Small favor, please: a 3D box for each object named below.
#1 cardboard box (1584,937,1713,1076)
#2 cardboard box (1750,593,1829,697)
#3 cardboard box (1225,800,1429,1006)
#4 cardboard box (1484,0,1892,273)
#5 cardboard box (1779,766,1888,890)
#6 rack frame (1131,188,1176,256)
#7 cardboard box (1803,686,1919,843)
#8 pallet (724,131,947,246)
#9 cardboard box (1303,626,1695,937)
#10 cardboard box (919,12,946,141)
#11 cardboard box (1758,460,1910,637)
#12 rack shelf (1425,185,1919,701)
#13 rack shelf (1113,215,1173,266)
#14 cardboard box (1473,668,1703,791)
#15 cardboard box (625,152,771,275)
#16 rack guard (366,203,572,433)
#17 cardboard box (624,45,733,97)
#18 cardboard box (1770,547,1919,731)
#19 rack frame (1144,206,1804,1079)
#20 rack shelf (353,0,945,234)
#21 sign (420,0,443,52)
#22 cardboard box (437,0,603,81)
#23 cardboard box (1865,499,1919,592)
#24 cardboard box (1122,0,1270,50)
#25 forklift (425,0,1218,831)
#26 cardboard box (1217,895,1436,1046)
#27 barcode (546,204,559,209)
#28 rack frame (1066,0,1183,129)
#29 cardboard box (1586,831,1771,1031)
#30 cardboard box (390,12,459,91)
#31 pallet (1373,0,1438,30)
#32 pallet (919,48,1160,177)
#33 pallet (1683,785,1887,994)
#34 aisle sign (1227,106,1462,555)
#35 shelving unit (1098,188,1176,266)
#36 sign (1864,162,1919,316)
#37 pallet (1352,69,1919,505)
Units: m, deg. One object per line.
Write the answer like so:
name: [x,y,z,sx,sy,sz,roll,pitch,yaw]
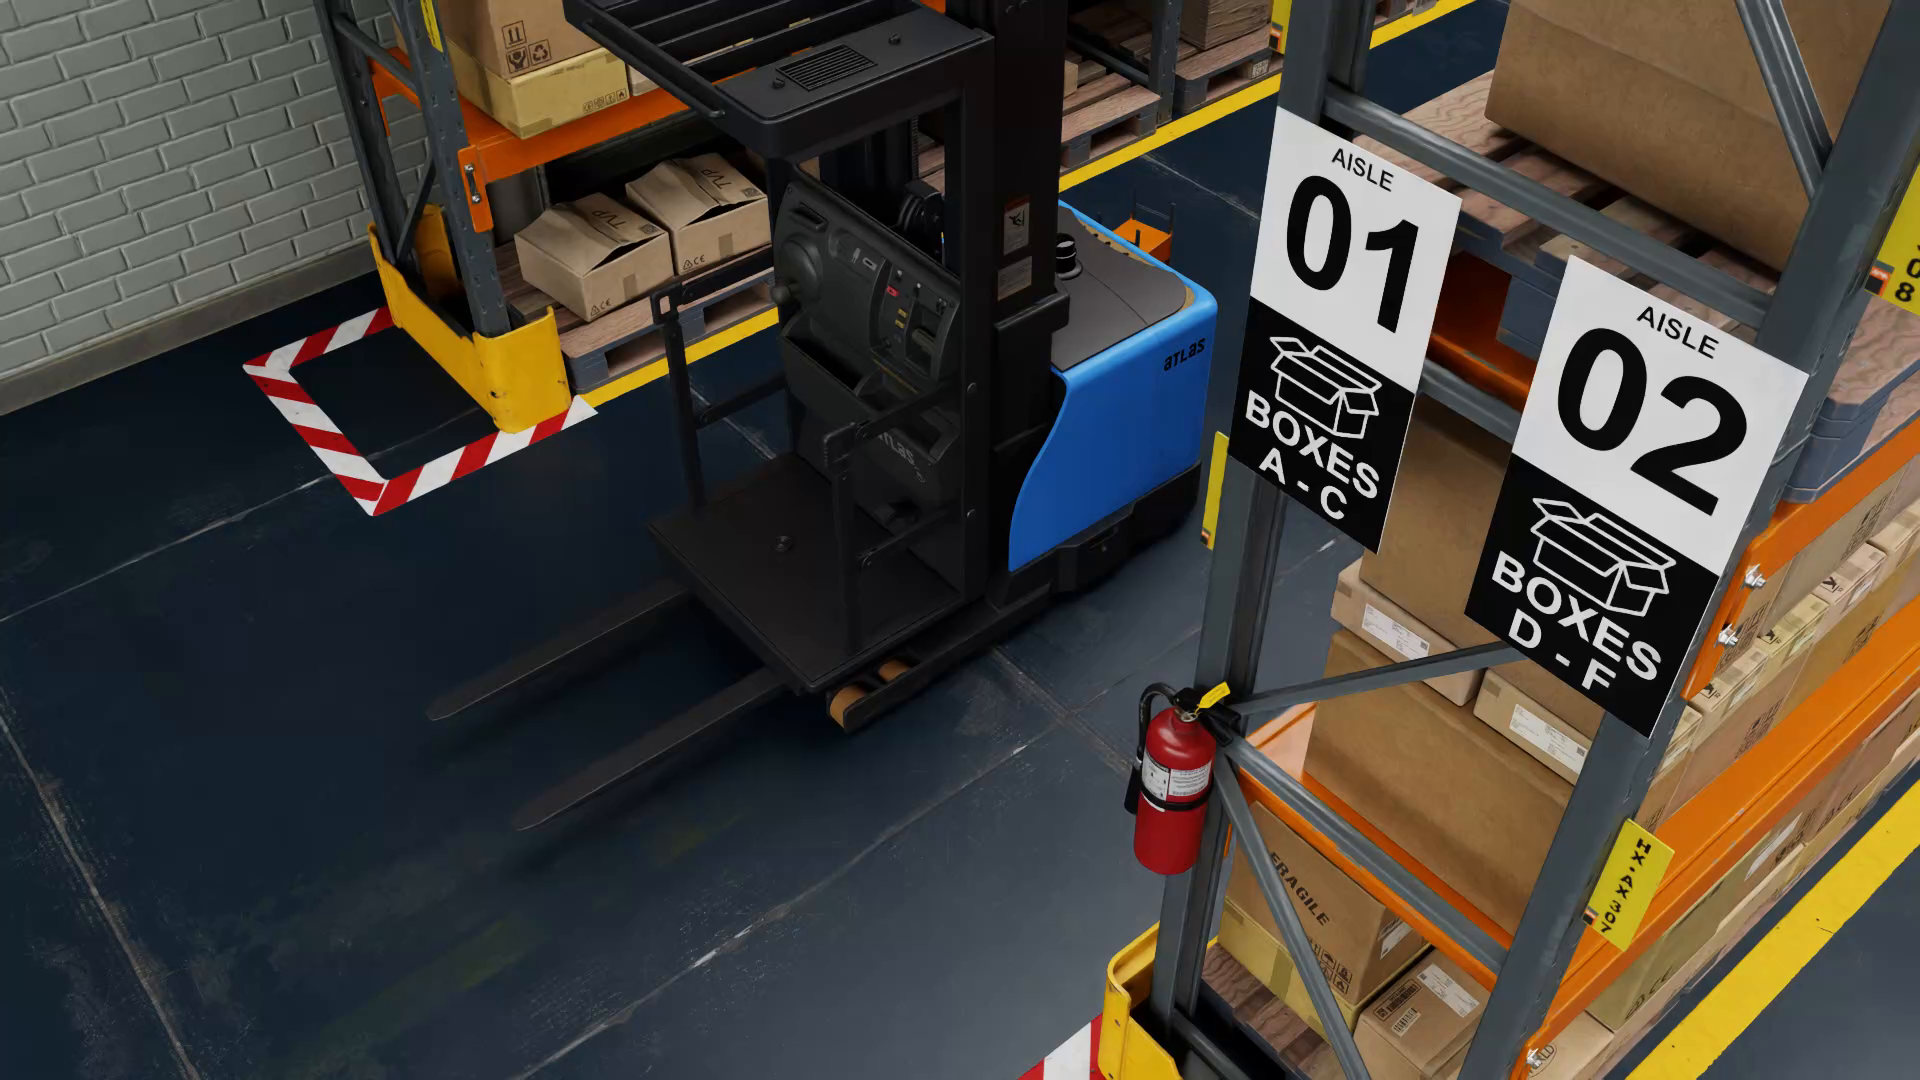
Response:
cardboard box: [1.852,1.220,4.962,0.500,0.250,0.500,-30,51,-28]
cardboard box: [1.749,0.152,3.850,0.250,0.149,0.380,-30,51,-28]
cardboard box: [1.137,0.895,4.760,0.500,0.500,0.500,-30,51,-28]
cardboard box: [1.360,-0.874,2.814,0.637,0.503,0.797,-26,49,-25]
cardboard box: [2.623,0.783,5.427,0.500,0.250,0.500,-30,51,-28]
rack frame: [0.783,-1.001,7.048,0.200,1.050,0.008,29,51,28]
cardboard box: [2.623,0.511,5.169,0.500,0.500,0.500,-30,51,-28]
pallet: [-0.625,-1.777,8.488,1.213,0.211,1.003,-30,51,-28]
cardboard box: [1.283,0.476,3.979,0.500,0.500,0.700,-30,51,-28]
cardboard box: [0.034,-2.418,8.638,0.500,0.500,0.500,-34,53,-31]
cardboard box: [1.724,-0.254,3.809,0.500,0.500,0.700,-31,51,-29]
rack shelf: [2.451,-0.999,3.957,4.000,0.370,1.077,-30,51,-28]
rack shelf: [0.705,-1.135,6.793,0.215,0.259,0.240,29,51,28]
cardboard box: [1.356,0.379,3.609,0.250,0.149,0.380,-30,51,-28]
cardboard box: [-1.238,-1.576,7.880,0.500,0.311,0.500,-26,49,-25]
rack guard: [-2.206,-1.011,7.461,0.348,0.500,1.175,-30,51,-28]
cardboard box: [-1.297,-2.125,6.916,0.500,0.250,0.500,-31,52,-29]
cardboard box: [2.068,0.028,4.456,0.500,0.500,0.700,-29,51,-28]
rack frame: [0.917,0.711,3.802,0.127,3.000,1.000,-30,51,-28]
rack shelf: [-0.730,-2.505,7.752,4.000,0.370,1.077,-30,51,-28]
sign: [-1.916,-1.919,5.970,0.005,0.325,0.100,-30,51,-28]
cardboard box: [-1.705,-2.167,6.413,0.500,0.500,0.500,-30,51,-28]
cardboard box: [2.147,-0.076,4.093,0.250,0.149,0.380,-32,52,-29]
cardboard box: [1.358,-3.227,9.499,0.500,0.500,0.700,-28,50,-27]
forklift: [-0.486,-0.794,5.454,3.031,2.935,1.130,-30,51,-28]
cardboard box: [1.139,1.169,5.016,0.500,0.250,0.500,-30,51,-28]
barcode: [-1.918,-1.547,7.842,0.075,0.075,0.001,-30,51,-28]
rack frame: [0.804,-3.646,8.441,0.127,3.000,1.000,-30,51,-28]
cardboard box: [1.853,0.947,4.704,0.500,0.500,0.500,-30,51,-28]
cardboard box: [-2.030,-2.148,6.941,0.500,0.250,0.500,-29,50,-27]
pallet: [2.337,-3.511,10.334,1.213,0.211,1.003,-30,51,-28]
pallet: [0.312,-2.316,9.061,1.213,0.211,1.003,-30,51,-28]
pallet: [2.412,0.836,5.705,1.213,0.211,1.003,-30,51,-28]
aisle sign: [0.678,-0.362,3.046,0.004,0.787,0.394,-30,51,-28]
shelving unit: [0.705,-0.936,6.980,0.215,1.050,0.252,29,51,28]
sign: [1.268,-0.436,2.136,0.005,0.325,0.100,-30,51,-28]
pallet: [1.476,-0.647,3.122,1.213,0.211,1.003,-30,51,-28]
